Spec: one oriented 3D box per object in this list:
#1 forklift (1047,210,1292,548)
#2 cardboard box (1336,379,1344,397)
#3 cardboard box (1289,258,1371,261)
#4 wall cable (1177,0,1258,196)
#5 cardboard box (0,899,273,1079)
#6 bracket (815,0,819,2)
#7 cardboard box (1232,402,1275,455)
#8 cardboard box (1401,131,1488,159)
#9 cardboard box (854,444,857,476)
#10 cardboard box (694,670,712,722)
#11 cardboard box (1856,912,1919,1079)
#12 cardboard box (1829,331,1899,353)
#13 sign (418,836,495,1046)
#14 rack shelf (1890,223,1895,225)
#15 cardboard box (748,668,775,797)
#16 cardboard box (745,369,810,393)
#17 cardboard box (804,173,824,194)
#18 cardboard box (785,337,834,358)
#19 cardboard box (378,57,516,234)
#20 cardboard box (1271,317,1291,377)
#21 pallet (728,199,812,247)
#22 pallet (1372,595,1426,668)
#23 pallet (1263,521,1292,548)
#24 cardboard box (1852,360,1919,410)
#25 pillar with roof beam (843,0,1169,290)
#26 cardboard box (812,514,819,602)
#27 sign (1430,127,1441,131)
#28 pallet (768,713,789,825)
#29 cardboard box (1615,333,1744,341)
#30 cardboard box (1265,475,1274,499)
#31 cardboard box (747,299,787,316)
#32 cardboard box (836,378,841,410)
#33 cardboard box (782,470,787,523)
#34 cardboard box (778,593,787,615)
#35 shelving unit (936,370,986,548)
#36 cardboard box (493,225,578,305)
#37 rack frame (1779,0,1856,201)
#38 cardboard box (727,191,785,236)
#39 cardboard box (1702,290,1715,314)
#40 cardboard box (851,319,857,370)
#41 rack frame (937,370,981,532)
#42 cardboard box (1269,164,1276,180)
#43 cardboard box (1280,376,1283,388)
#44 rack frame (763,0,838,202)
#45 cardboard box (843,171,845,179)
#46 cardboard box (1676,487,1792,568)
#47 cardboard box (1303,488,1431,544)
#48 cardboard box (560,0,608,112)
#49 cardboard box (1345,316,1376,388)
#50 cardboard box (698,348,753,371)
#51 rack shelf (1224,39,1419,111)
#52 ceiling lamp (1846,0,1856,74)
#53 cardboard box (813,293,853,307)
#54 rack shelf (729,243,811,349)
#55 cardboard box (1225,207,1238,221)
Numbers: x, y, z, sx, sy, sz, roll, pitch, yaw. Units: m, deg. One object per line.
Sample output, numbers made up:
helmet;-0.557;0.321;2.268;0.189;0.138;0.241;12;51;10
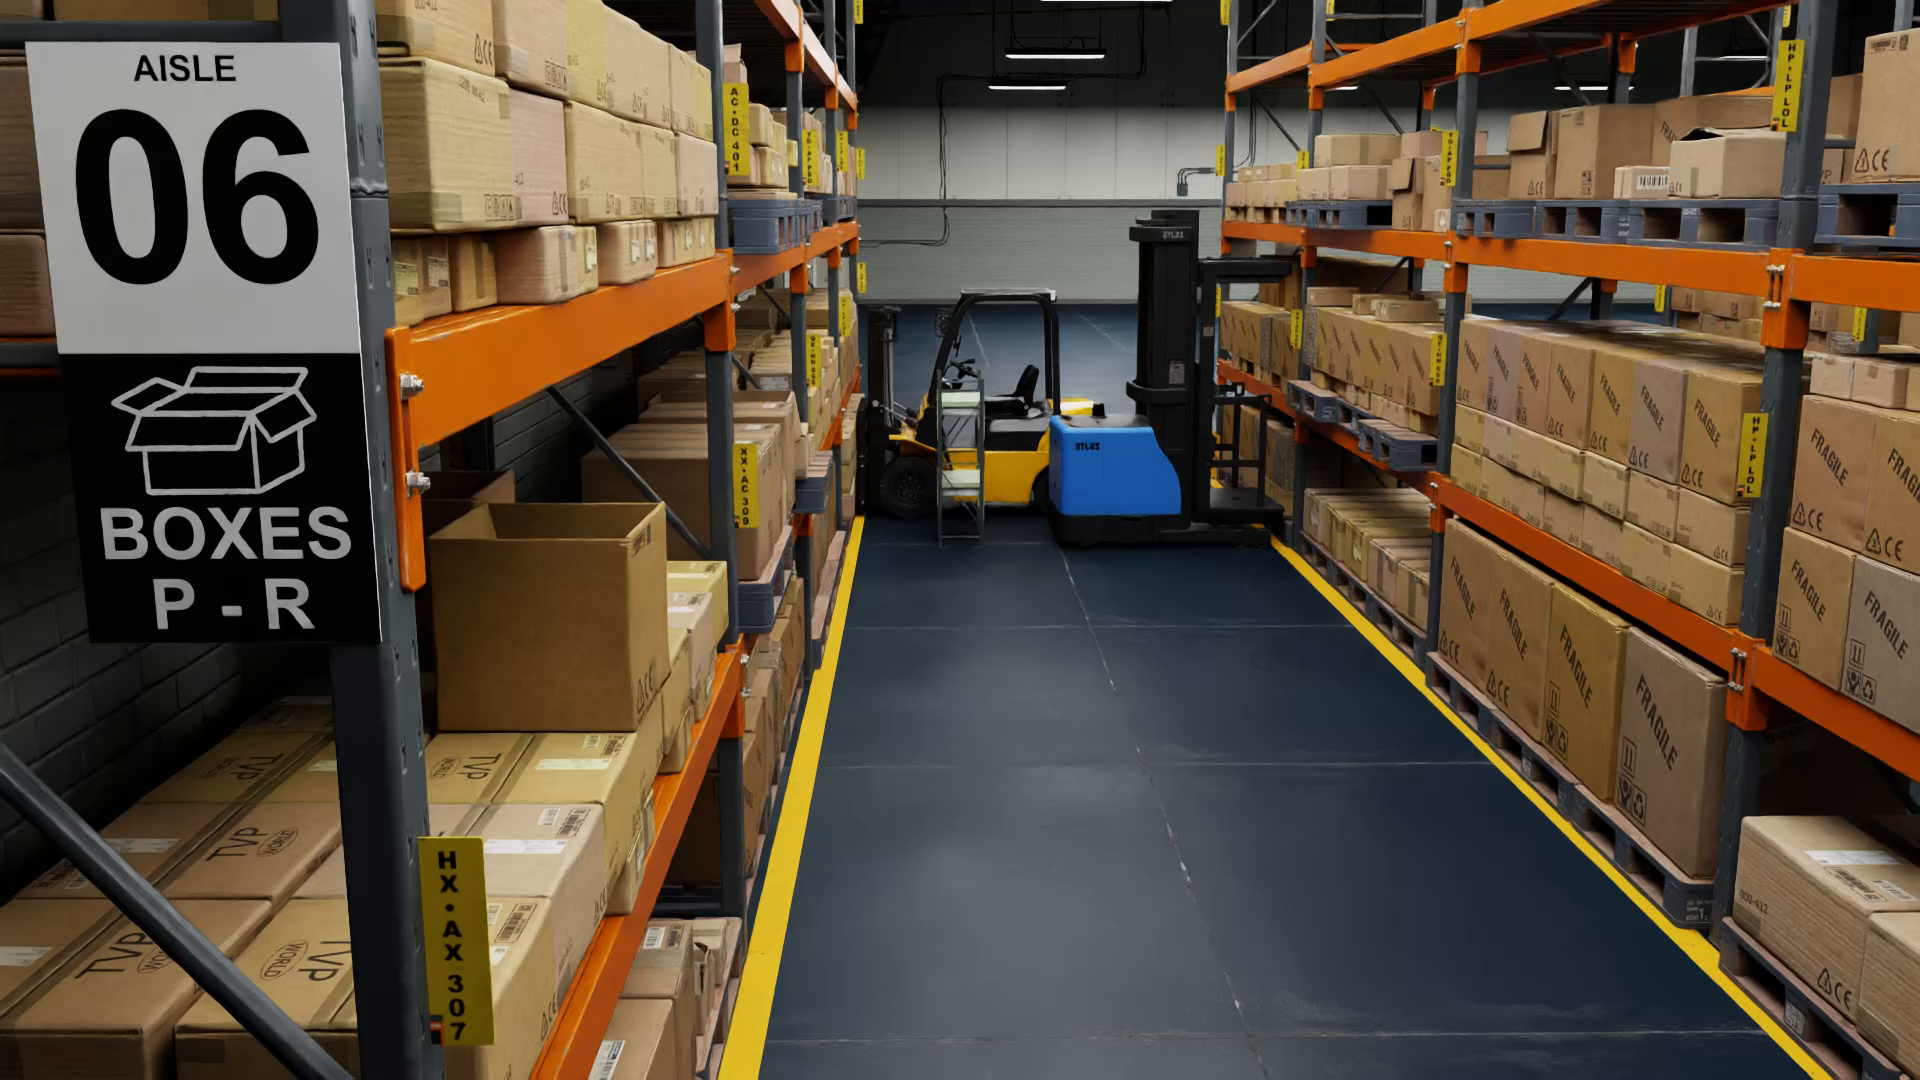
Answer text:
forklift;2.355;-1.469;14.929;3.031;2.935;1.130;-1;11;-4
cardboard box;3.170;-1.206;13.033;0.380;0.149;0.250;0;11;0
cardboard box;3.695;-2.569;16.662;0.700;0.500;0.500;0;11;-2
wall cable;7.633;-13.220;49.036;2.305;6.003;0.169;0;11;-1
cardboard box;-1.557;0.853;2.940;0.500;0.250;0.500;0;11;1
bracket;-2.331;-8.519;25.366;0.076;0.066;4.783;0;11;-1
cardboard box;3.106;-1.142;17.116;0.500;0.500;0.500;-1;11;-3
cardboard box;3.615;-2.921;12.432;0.500;0.250;0.500;0;11;0
cardboard box;-1.243;-0.771;15.916;0.500;0.250;0.500;0;11;-2
cardboard box;-1.049;0.509;5.637;0.380;0.149;0.250;0;11;0
cardboard box;3.522;1.552;5.251;0.875;0.438;0.875;-1;11;-3
cardboard box;8.359;-1.578;14.917;0.875;0.550;0.550;0;11;-1
sign;-0.740;0.589;2.434;0.100;0.325;0.005;0;11;-1
rack shelf;8.338;-2.947;16.304;1.077;0.370;4.000;0;11;-1
cardboard box;-1.177;0.937;8.124;0.500;0.500;0.500;-1;11;-3
cardboard box;-1.160;-1.006;10.592;0.380;0.149;0.250;0;11;1
cardboard box;-1.188;-2.601;12.115;0.380;0.149;0.250;0;11;-2
cardboard box;-1.187;-1.518;13.114;0.380;0.149;0.250;-1;11;-3
cardboard box;-1.018;-0.616;2.637;0.500;0.250;0.500;0;11;-2
cardboard box;3.157;-1.775;15.266;0.500;0.500;0.500;0;11;1
pallet;-1.333;-1.494;7.806;1.213;0.211;1.003;0;11;-1
pallet;3.500;0.615;11.495;1.003;0.211;1.213;0;11;-1
pallet;3.383;-0.158;15.306;1.003;0.211;1.213;0;11;-1
cardboard box;3.366;-0.543;5.794;0.380;0.149;0.250;0;11;0
pillar with roof beam;1.184;-10.944;46.371;9.100;9.000;0.548;0;11;-1
cardboard box;-1.468;0.129;11.794;0.875;0.625;0.625;0;11;1
sign;3.987;-3.310;13.997;0.100;0.325;0.005;0;11;-1
pallet;-1.448;1.182;8.700;1.003;0.211;1.213;0;11;-1
cardboard box;3.809;-0.833;8.852;0.500;0.500;0.500;0;11;-1
cardboard box;3.130;-0.472;15.698;0.500;0.250;0.500;-1;11;-3
cardboard box;-1.833;-2.199;15.725;0.380;0.149;0.250;0;11;-2
cardboard box;-1.258;-1.197;13.794;0.500;0.250;0.500;0;11;0
cardboard box;-1.010;-0.197;7.769;0.396;0.266;0.258;0;11;2
cardboard box;-1.186;0.330;9.486;0.380;0.149;0.250;-1;11;-3
shelving unit;0.000;-0.736;14.917;0.431;1.500;0.755;0;11;-1
cardboard box;-0.979;-0.549;3.307;0.380;0.149;0.250;0;11;0
rack frame;3.597;-2.741;5.936;1.000;3.000;0.127;0;11;-1
cardboard box;-1.173;-1.671;8.584;0.500;0.250;0.500;0;11;-1
cardboard box;8.369;-2.646;17.466;0.875;0.550;0.550;0;11;-1
cardboard box;-1.339;-2.014;17.191;0.500;0.500;0.500;0;11;1
rack frame;-0.008;-0.809;15.275;0.400;1.500;0.023;0;11;-1
cardboard box;3.113;-3.448;15.595;0.380;0.149;0.250;0;11;0
cardboard box;3.190;-1.482;15.451;0.380;0.149;0.250;0;11;-2
rack frame;-1.530;-4.310;13.671;1.000;3.000;0.127;0;11;-1
cardboard box;-1.257;-3.325;15.391;0.396;0.266;0.258;-1;11;-2
cardboard box;3.345;-0.059;6.925;0.500;0.250;0.500;0;11;-1
cardboard box;3.445;-0.205;14.077;0.950;0.372;0.625;0;11;0
cardboard box;-1.056;-1.062;3.577;0.500;0.250;0.500;0;11;-2
cardboard box;3.184;-1.397;12.346;0.500;0.500;0.500;-1;11;-3
cardboard box;-1.708;-1.311;12.092;0.380;0.149;0.250;0;11;0
rack shelf;3.391;-4.375;15.806;1.077;0.370;4.000;0;11;-1
ceiling lamp;23.494;-13.128;42.455;2.000;3.185;0.800;0;11;-1
cardboard box;-1.279;-2.405;16.740;0.380;0.149;0.250;0;11;0
rack shelf;-1.406;-1.295;8.161;1.077;0.370;4.000;0;11;-1
cardboard box;3.032;-3.466;17.686;0.380;0.149;0.250;0;11;-1
